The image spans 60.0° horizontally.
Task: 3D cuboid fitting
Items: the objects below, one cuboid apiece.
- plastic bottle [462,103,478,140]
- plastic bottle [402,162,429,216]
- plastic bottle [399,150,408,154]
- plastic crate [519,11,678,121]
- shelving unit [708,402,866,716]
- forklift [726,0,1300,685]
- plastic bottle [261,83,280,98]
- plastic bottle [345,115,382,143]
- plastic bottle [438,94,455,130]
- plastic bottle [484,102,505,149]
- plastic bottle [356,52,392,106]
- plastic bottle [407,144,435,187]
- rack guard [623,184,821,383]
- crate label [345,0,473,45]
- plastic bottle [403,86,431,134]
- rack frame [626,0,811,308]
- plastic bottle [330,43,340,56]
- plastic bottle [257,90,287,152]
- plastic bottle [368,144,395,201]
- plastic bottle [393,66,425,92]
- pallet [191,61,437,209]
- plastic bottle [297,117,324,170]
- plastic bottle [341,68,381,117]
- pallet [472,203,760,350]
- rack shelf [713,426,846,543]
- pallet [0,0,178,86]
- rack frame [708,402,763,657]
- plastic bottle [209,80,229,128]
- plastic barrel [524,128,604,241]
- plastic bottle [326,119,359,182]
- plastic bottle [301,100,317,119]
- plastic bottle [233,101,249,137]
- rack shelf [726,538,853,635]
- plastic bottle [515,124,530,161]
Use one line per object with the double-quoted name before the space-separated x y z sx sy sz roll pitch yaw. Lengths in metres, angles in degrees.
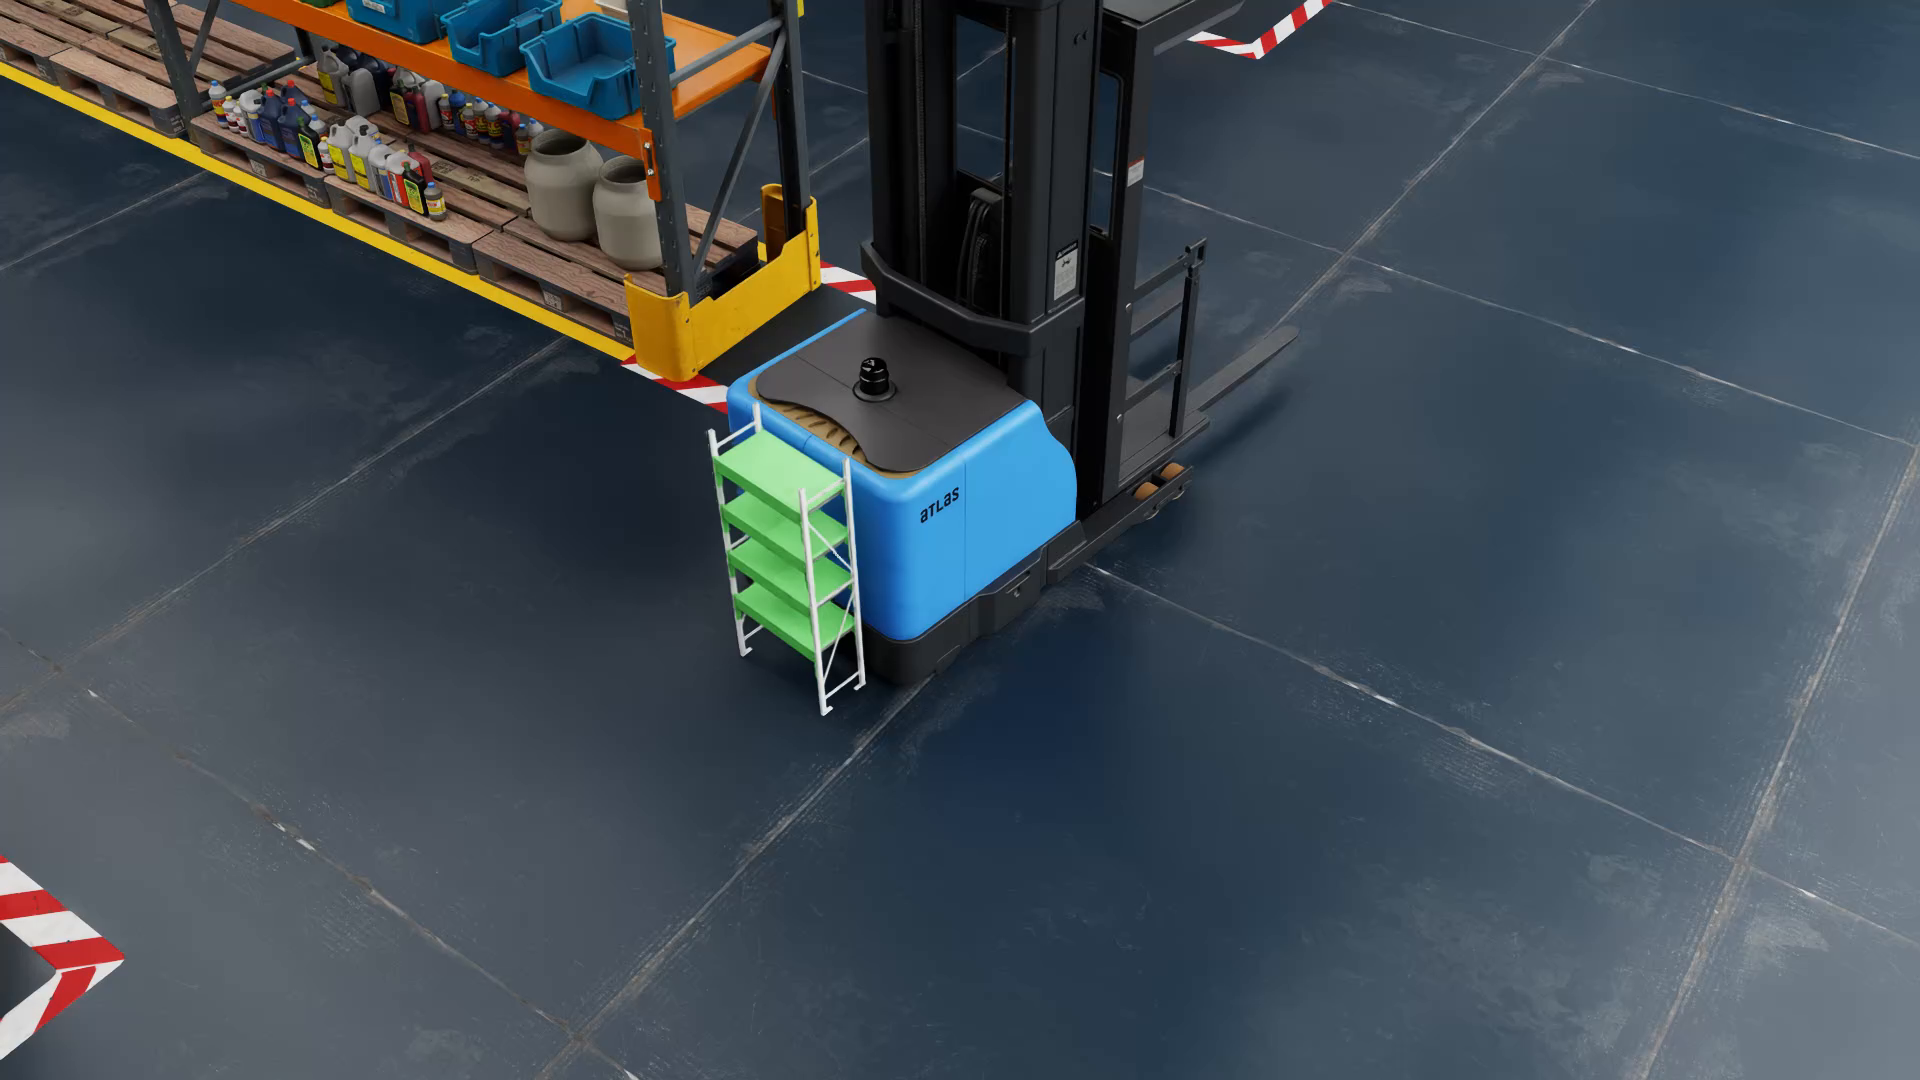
"plastic bottle" -2.866 -2.468 9.776 0.097 0.201 0.097 0 42 0
"plastic bottle" -2.979 -1.926 9.108 0.133 0.283 0.061 26 48 26
"plastic bottle" -3.121 -2.100 9.364 0.097 0.201 0.097 0 42 0
"plastic crate" -1.699 -2.248 7.873 0.616 0.251 0.499 25 48 25
"shelving unit" -0.660 0.094 6.490 0.503 1.200 0.258 32 52 31
"forklift" 0.430 -1.398 6.863 1.130 2.935 3.031 32 51 31
"plastic bottle" -4.042 -2.547 9.802 0.133 0.283 0.061 25 48 25
"plastic bottle" -3.403 -2.276 9.505 0.135 0.276 0.152 25 48 25
"plastic bottle" -3.035 -2.547 9.864 0.097 0.201 0.097 0 42 0
"plastic bottle" -2.703 -2.418 9.667 0.097 0.271 0.097 0 42 0
"plastic bottle" -3.542 -2.821 10.058 0.185 0.351 0.144 23 47 23
"plastic bottle" -3.003 -2.061 9.259 0.133 0.283 0.061 25 48 25
"rack guard" -1.207 -1.347 8.629 0.348 0.500 1.175 25 48 25
"crate label" -2.780 -2.845 8.402 0.616 0.435 0.502 25 48 25
"plastic bottle" -3.208 -2.549 9.805 0.133 0.283 0.061 25 48 25
"rack frame" -1.117 -2.275 7.792 0.127 3.000 1.000 25 48 25
"plastic bottle" -3.809 -2.954 10.258 0.133 0.283 0.061 27 49 27
"plastic bottle" -3.970 -2.448 9.641 0.185 0.351 0.144 26 48 26
"plastic bottle" -3.177 -2.053 9.255 0.135 0.276 0.152 24 47 24
"plastic bottle" -3.278 -2.697 9.920 0.185 0.351 0.144 25 47 25
"pallet" -3.866 -2.488 10.120 1.213 0.211 1.003 25 48 25
"plastic bottle" -3.704 -2.265 9.487 0.133 0.283 0.061 27 48 27
"plastic bottle" -3.607 -2.702 9.982 0.135 0.276 0.152 25 48 25
"pallet" -1.869 -1.553 9.076 1.213 0.211 1.003 25 48 25
"rack shelf" -0.665 -0.213 6.209 0.480 0.148 0.258 32 52 31
"pallet" -6.060 -3.514 11.267 1.213 0.211 1.003 25 48 25
"rack frame" -0.839 -0.017 6.614 0.015 1.200 0.240 32 52 31
"plastic bottle" -4.383 -2.593 9.862 0.097 0.271 0.097 0 42 0
"plastic barrel" -2.110 -1.907 8.931 0.421 0.512 0.421 0 42 0
"plastic bottle" -3.467 -2.213 9.378 0.185 0.351 0.144 25 47 25
"plastic bottle" -3.782 -2.429 9.679 0.097 0.271 0.097 0 42 0
"plastic bottle" -4.217 -2.489 9.799 0.097 0.201 0.097 0 42 0
"rack shelf" -0.660 0.141 6.533 0.480 0.148 0.258 32 52 31
"plastic bottle" -2.508 -2.300 9.588 0.097 0.201 0.097 0 42 0
